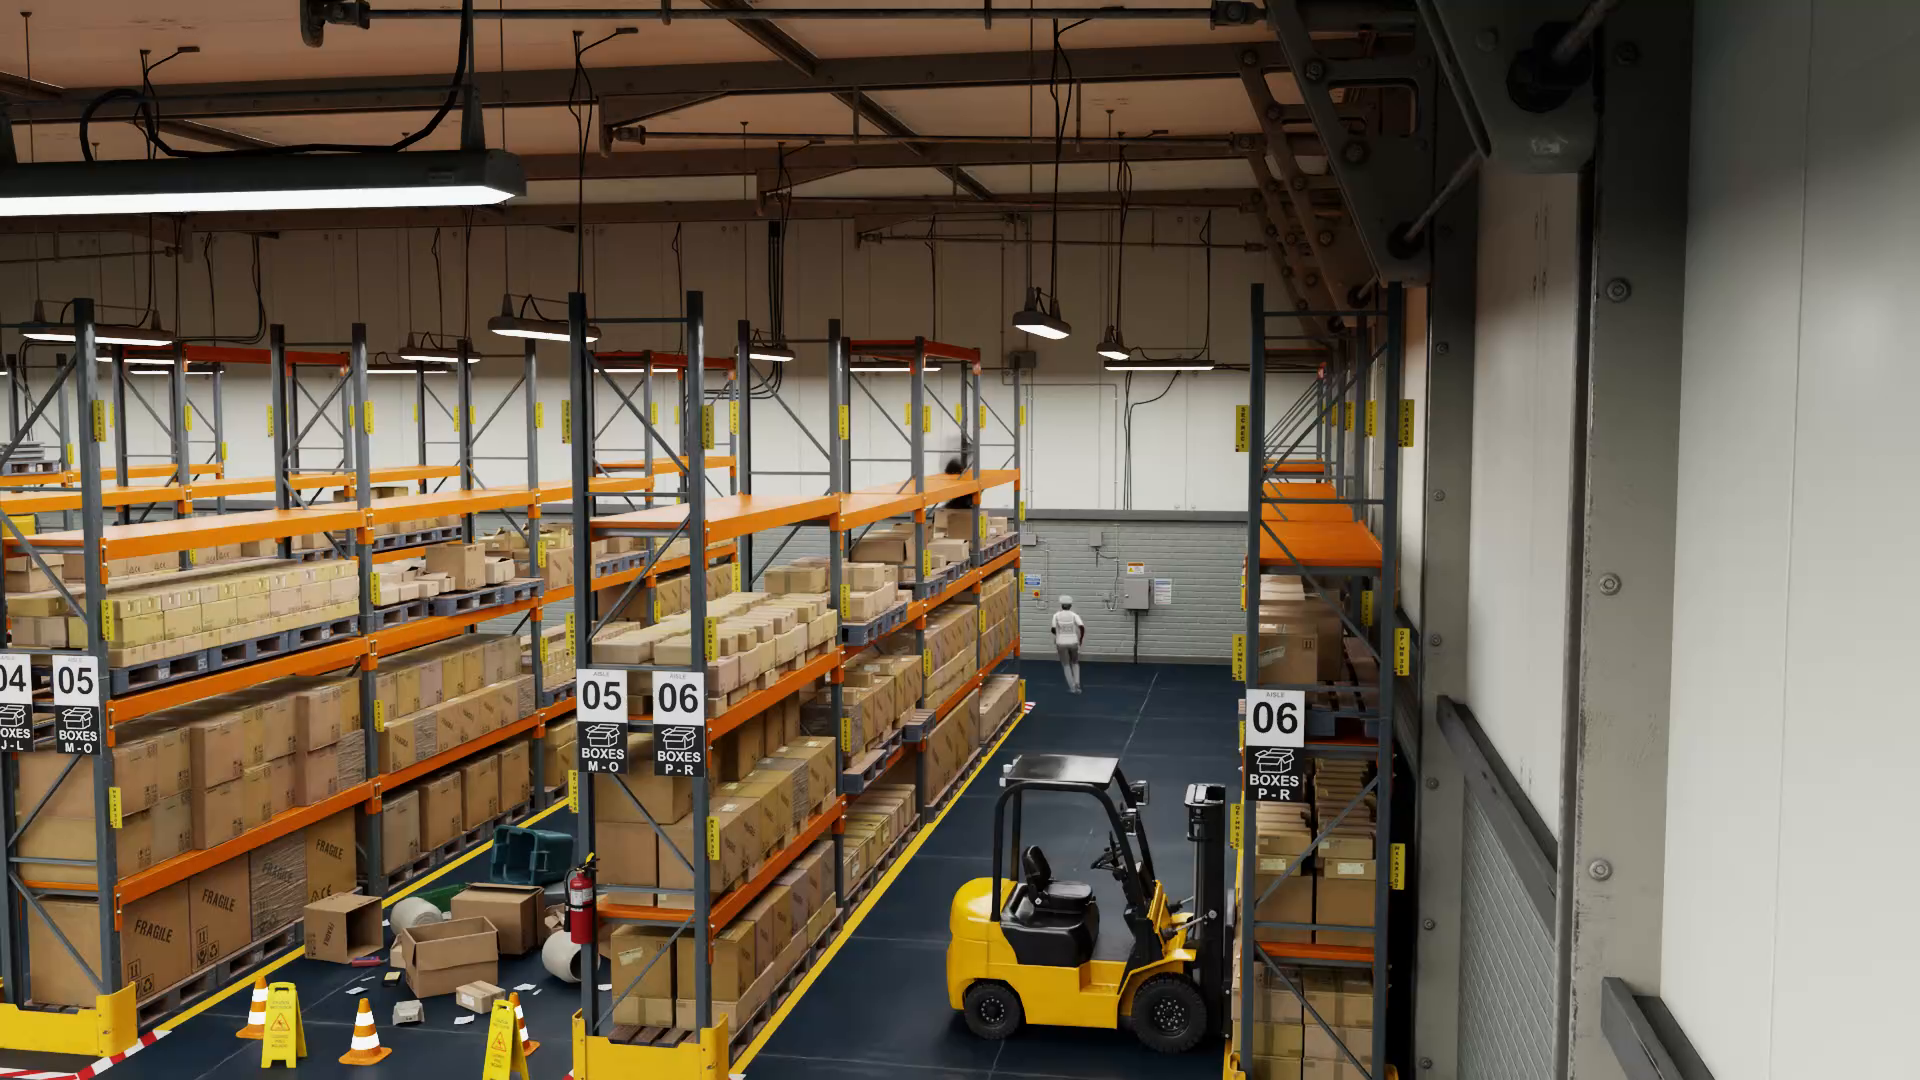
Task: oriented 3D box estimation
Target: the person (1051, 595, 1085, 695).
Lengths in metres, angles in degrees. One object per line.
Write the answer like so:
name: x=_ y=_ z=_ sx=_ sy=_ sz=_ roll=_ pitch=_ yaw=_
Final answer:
person: x=1.837 y=1.827 z=28.478 sx=0.563 sy=1.753 sz=0.567 roll=0 pitch=5 yaw=-2
